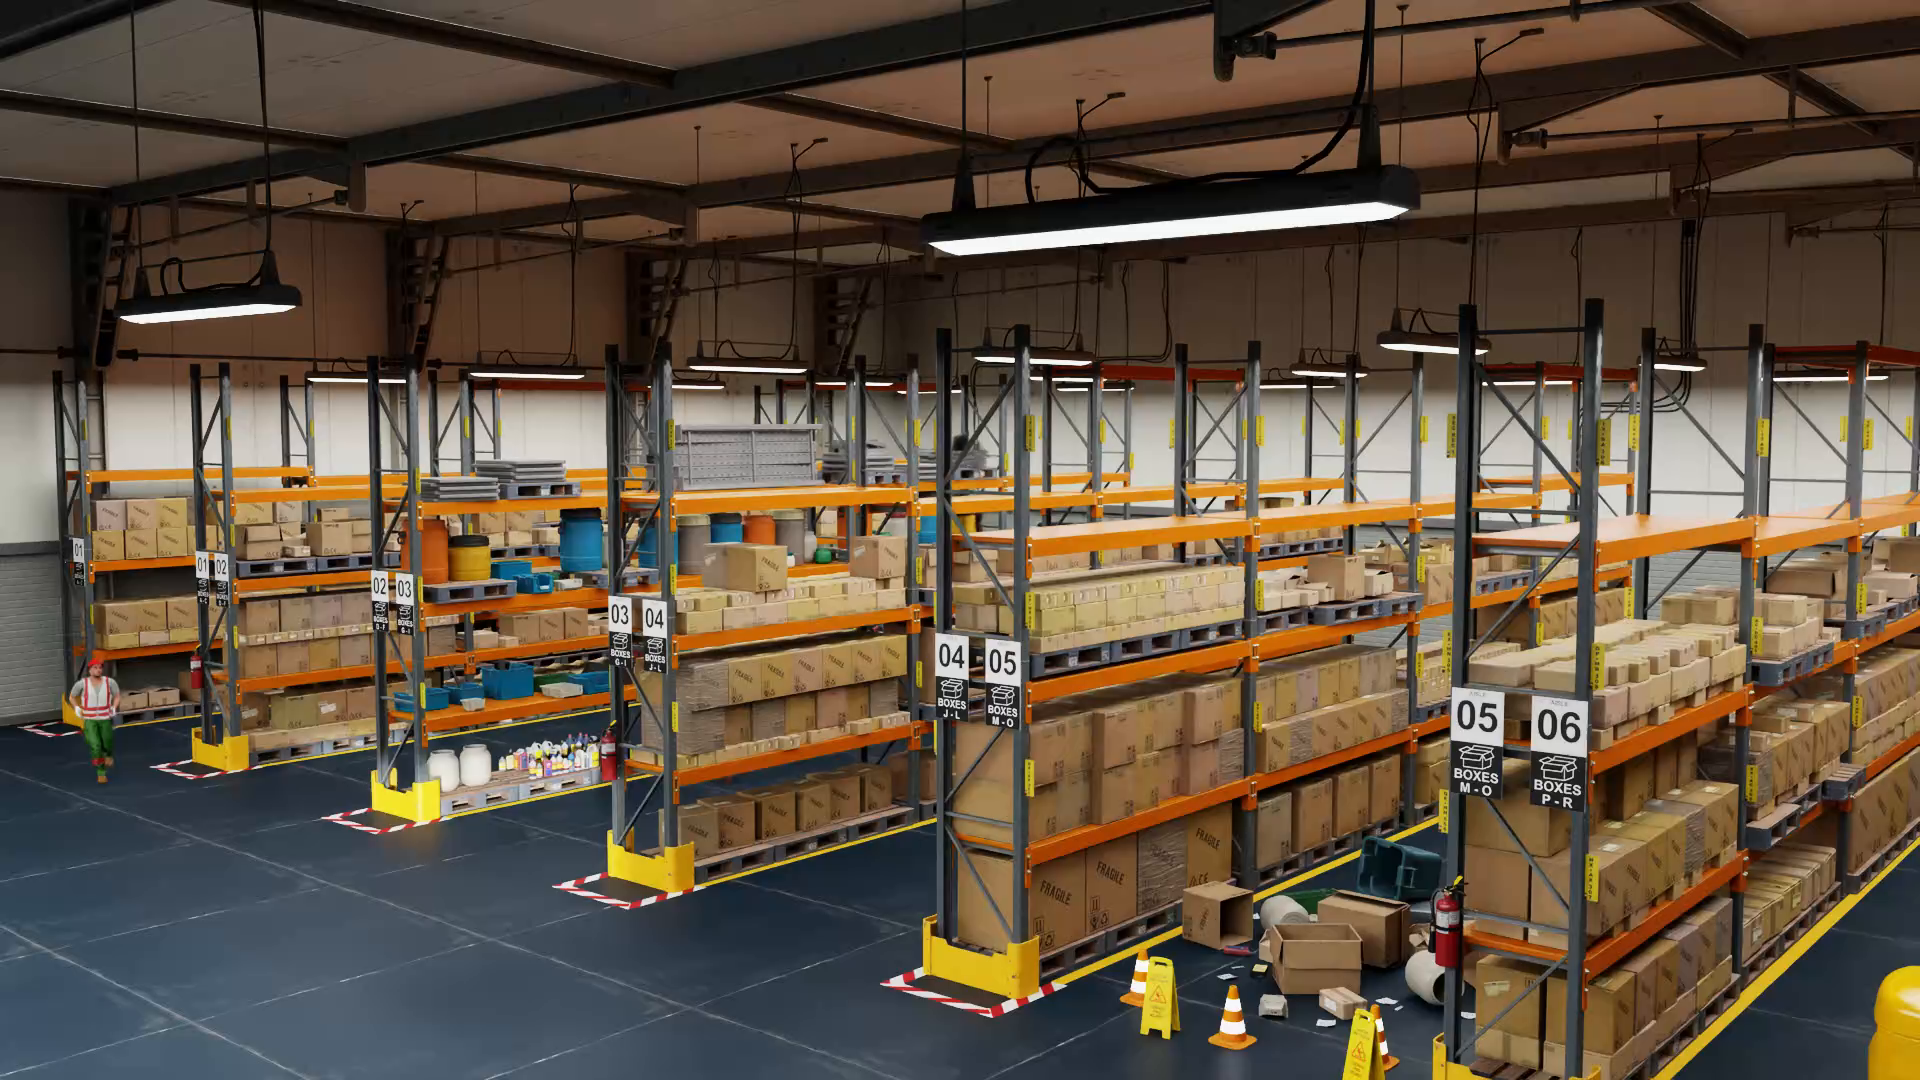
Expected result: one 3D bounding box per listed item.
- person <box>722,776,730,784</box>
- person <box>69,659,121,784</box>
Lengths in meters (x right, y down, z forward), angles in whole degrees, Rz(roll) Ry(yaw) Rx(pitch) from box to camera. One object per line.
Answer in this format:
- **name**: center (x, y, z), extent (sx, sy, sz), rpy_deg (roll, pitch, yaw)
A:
- **person**: center (-3.491, 2.677, 23.632), extent (0.604, 1.571, 0.919), rpy_deg (1, 4, 8)
- **person**: center (-12.407, 2.573, 23.872), extent (0.664, 1.772, 0.798), rpy_deg (-2, 5, -31)
